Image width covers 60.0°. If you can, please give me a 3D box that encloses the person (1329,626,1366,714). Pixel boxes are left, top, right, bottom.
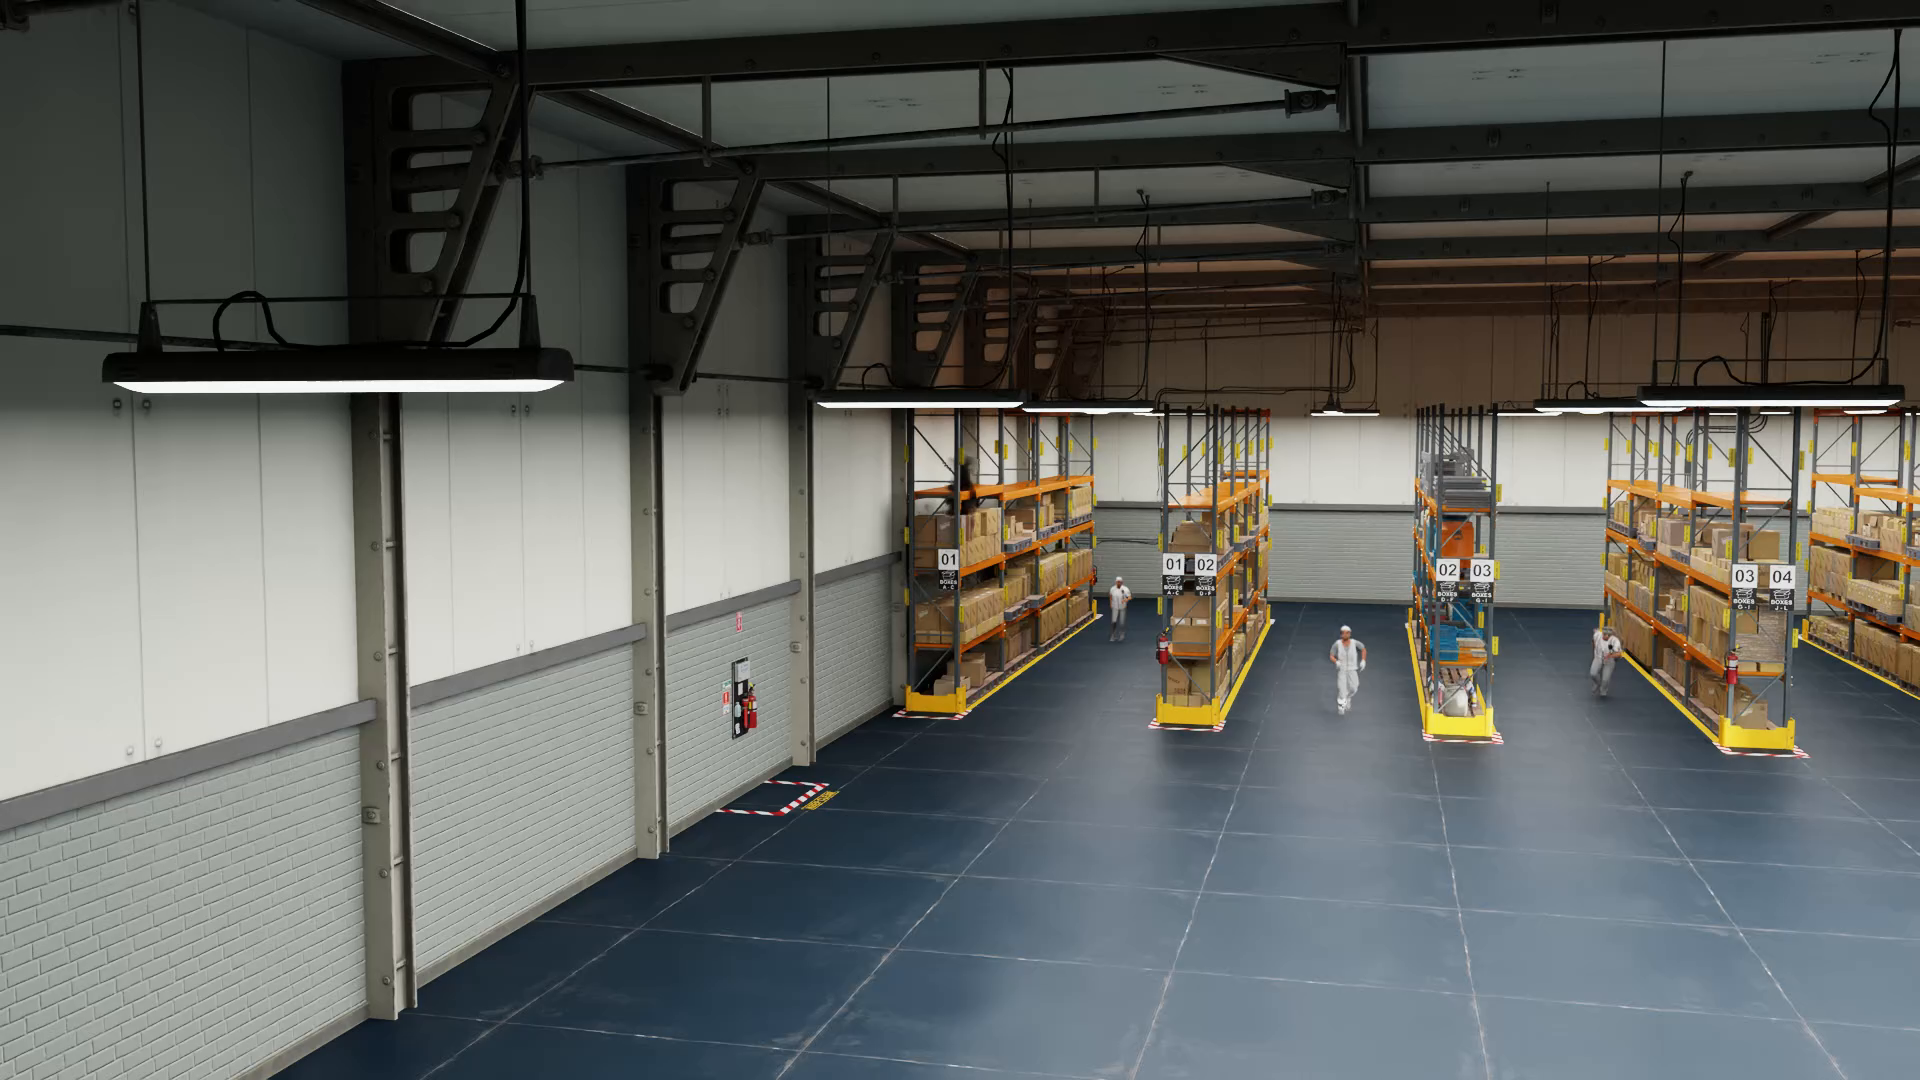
[{"bbox_3d":[7.467,2.520,31.999,0.707,1.736,0.691,0,4,7],"label":"person"}]

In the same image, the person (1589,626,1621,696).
[{"bbox_3d":[13.195,2.481,34.045,0.690,1.510,1.006,3,5,33],"label":"person"}]

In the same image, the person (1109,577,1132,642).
[{"bbox_3d":[4.112,1.794,42.757,0.597,1.702,0.722,1,4,12],"label":"person"}]
